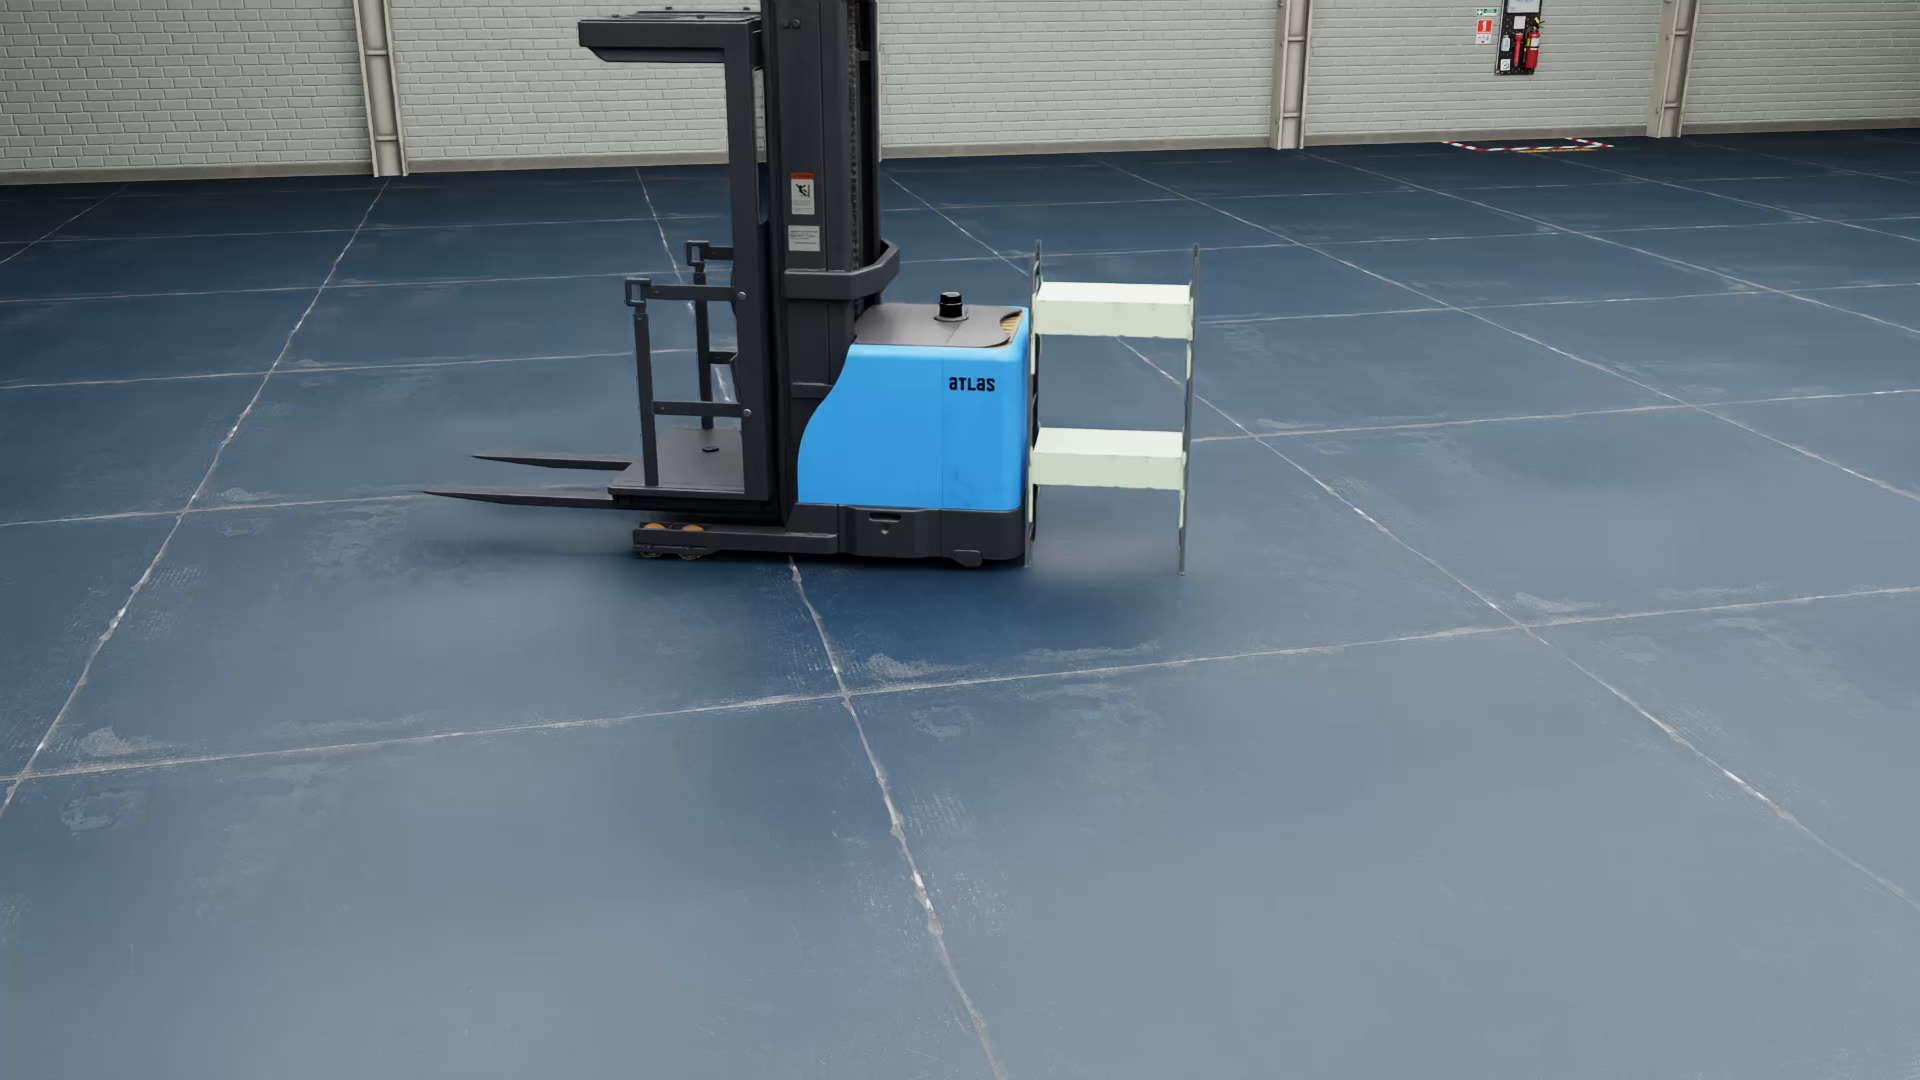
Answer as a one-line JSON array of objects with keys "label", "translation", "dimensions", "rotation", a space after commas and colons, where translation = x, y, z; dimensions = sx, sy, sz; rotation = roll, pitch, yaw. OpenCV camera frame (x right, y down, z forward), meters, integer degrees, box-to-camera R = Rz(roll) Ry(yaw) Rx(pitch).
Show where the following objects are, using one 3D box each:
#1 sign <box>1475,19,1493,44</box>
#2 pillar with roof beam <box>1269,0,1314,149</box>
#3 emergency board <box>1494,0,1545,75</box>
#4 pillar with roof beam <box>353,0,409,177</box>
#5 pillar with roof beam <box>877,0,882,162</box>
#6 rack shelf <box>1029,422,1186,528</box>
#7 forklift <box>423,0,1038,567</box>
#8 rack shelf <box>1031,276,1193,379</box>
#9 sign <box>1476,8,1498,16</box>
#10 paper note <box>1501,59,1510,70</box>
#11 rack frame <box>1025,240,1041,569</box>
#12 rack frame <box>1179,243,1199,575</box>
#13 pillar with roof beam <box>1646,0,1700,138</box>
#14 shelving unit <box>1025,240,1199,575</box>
[{"label": "sign", "translation": [7.441, -7.220, 23.611], "dimensions": [0.234, 0.329, 0.001], "rotation": [-5, 21, -12]}, {"label": "pillar with roof beam", "translation": [5.568, -8.296, 17.879], "dimensions": [0.400, 9.000, 9.100], "rotation": [-5, 21, -12]}, {"label": "emergency board", "translation": [8.003, -7.212, 23.642], "dimensions": [0.643, 1.169, 0.194], "rotation": [-5, 21, -12]}, {"label": "pillar with roof beam", "translation": [-6.110, -7.346, 15.286], "dimensions": [0.400, 9.000, 9.100], "rotation": [-5, 21, -12]}, {"label": "pillar with roof beam", "translation": [-0.271, -7.821, 16.583], "dimensions": [0.400, 9.000, 9.100], "rotation": [-5, 21, -12]}, {"label": "rack shelf", "translation": [0.708, -0.315, 7.941], "dimensions": [0.720, 0.370, 0.431], "rotation": [2, 20, 7]}, {"label": "forklift", "translation": [-1.151, -1.456, 8.028], "dimensions": [3.031, 2.935, 1.130], "rotation": [3, 20, 7]}, {"label": "rack shelf", "translation": [0.708, -0.987, 7.694], "dimensions": [0.720, 0.370, 0.431], "rotation": [2, 20, 7]}, {"label": "sign", "translation": [7.448, -7.466, 23.512], "dimensions": [0.331, 0.109, 0.001], "rotation": [-5, 21, -12]}, {"label": "paper note", "translation": [7.815, -6.808, 23.818], "dimensions": [0.142, 0.148, 0.016], "rotation": [-5, 21, -12]}, {"label": "rack frame", "translation": [0.344, -0.636, 7.871], "dimensions": [0.023, 1.500, 0.400], "rotation": [2, 20, 7]}, {"label": "rack frame", "translation": [1.071, -0.605, 7.786], "dimensions": [0.023, 1.500, 0.400], "rotation": [2, 20, 7]}, {"label": "pillar with roof beam", "translation": [11.407, -8.771, 19.175], "dimensions": [0.400, 9.000, 9.100], "rotation": [-5, 21, -12]}, {"label": "shelving unit", "translation": [0.708, -0.621, 7.829], "dimensions": [0.755, 1.500, 0.431], "rotation": [2, 20, 7]}]
